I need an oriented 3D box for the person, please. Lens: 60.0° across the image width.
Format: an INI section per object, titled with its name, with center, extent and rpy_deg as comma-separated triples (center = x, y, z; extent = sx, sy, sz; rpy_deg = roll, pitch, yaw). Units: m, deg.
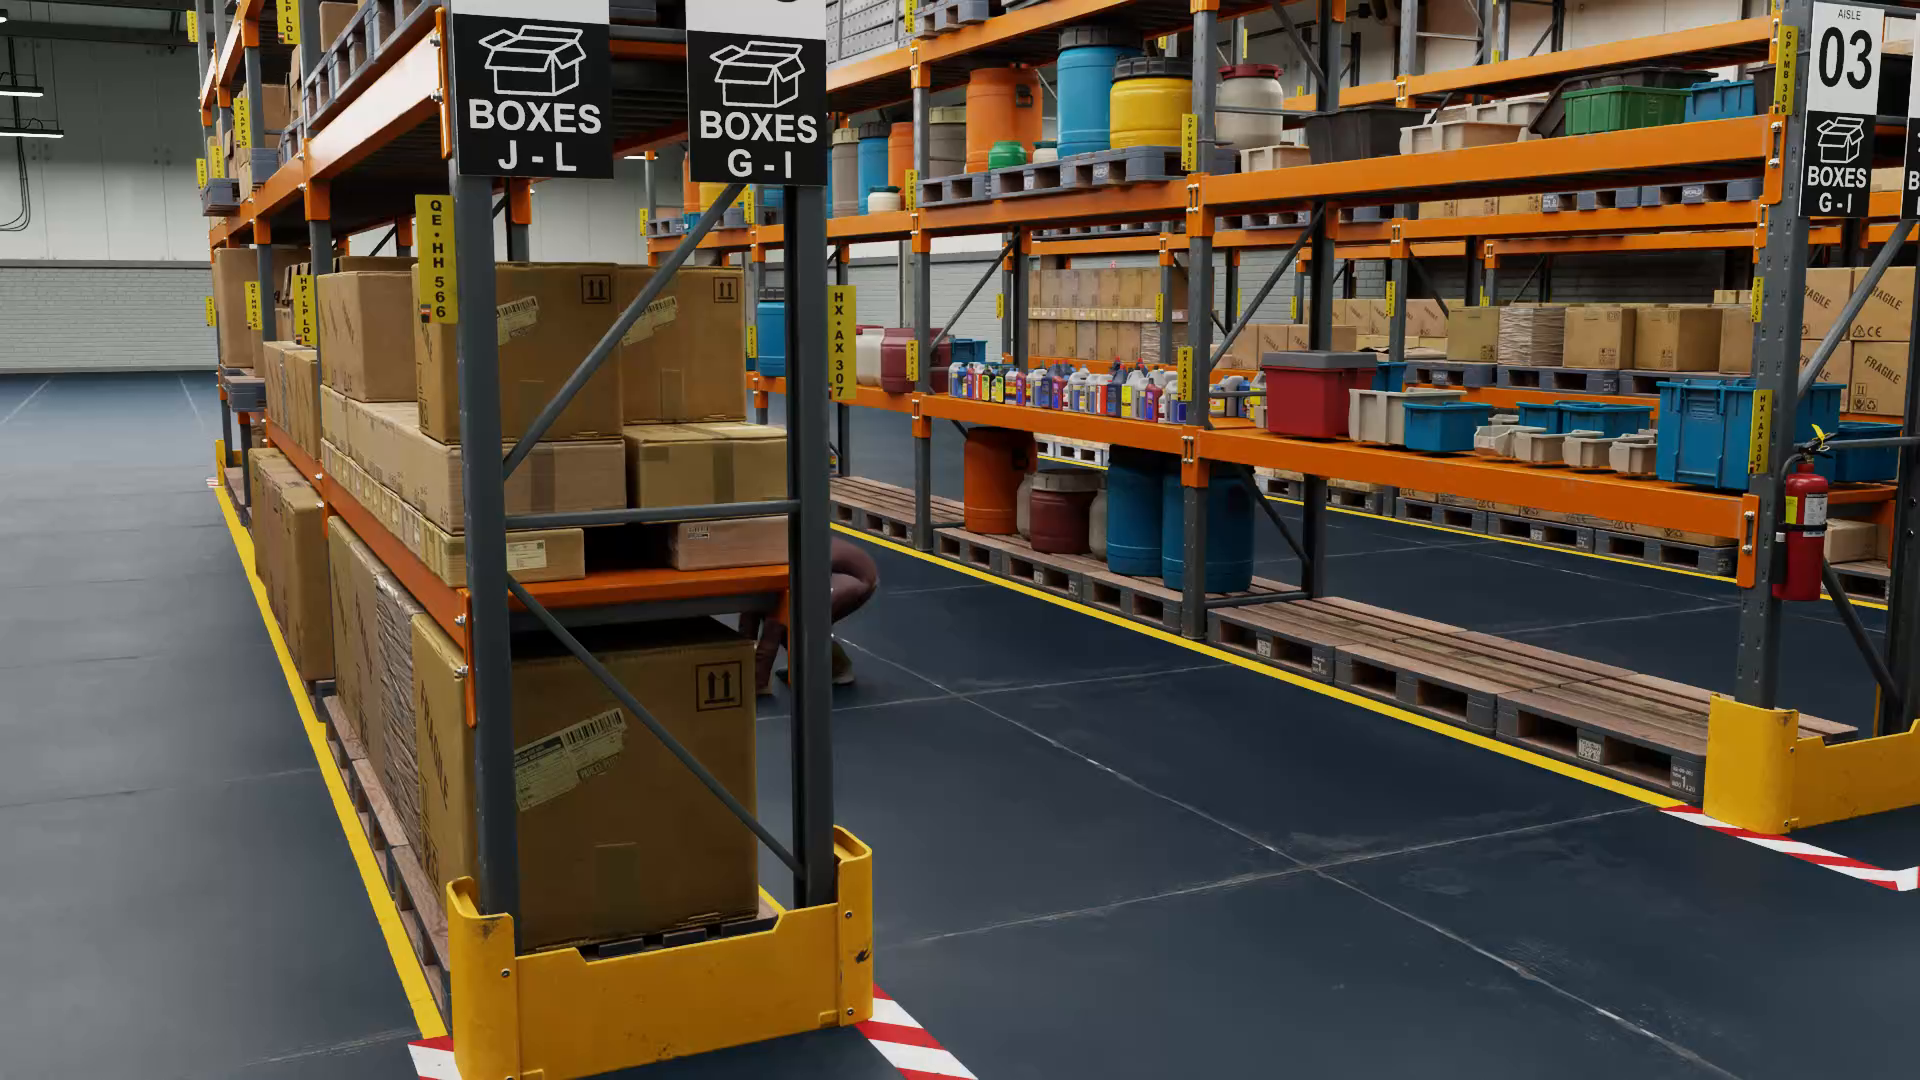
[person]
center = -0.891, 0.398, 9.052
extent = 0.947, 0.838, 0.572
rpy_deg = -4, 9, -27
